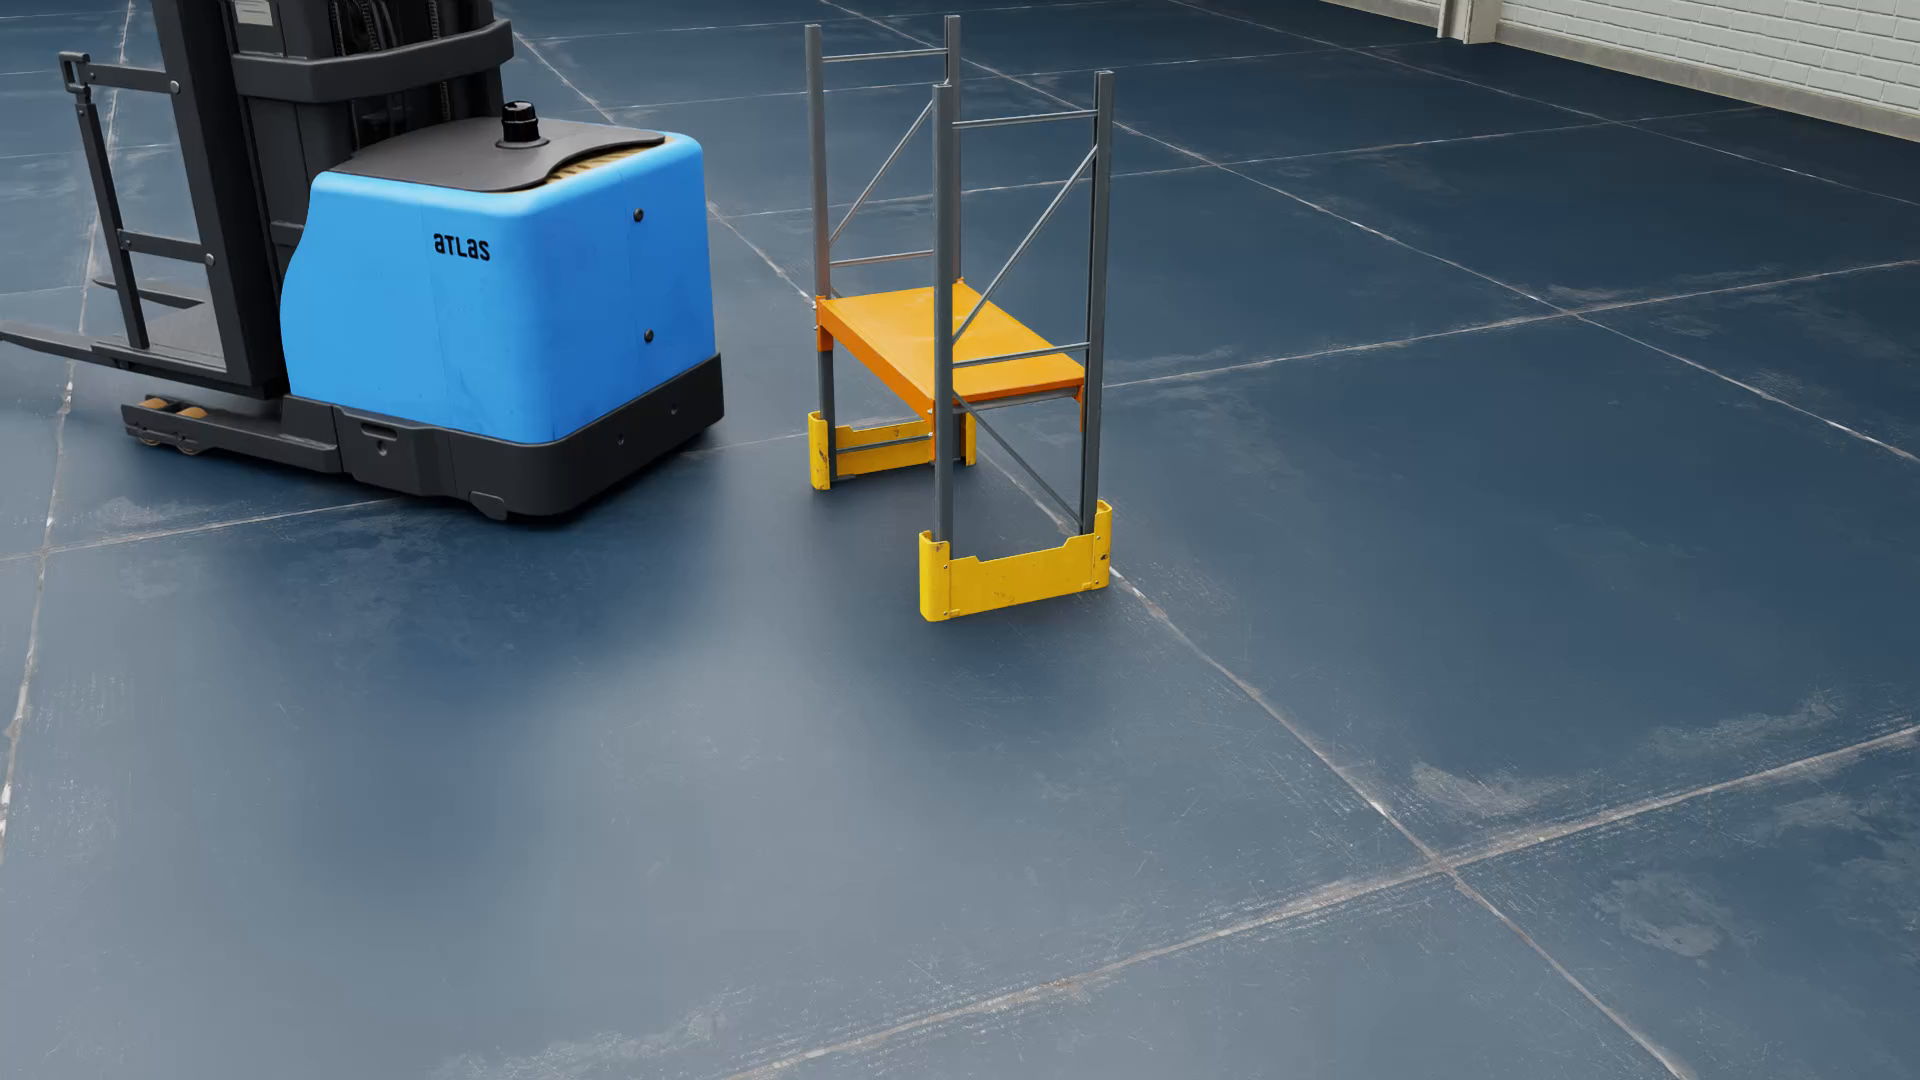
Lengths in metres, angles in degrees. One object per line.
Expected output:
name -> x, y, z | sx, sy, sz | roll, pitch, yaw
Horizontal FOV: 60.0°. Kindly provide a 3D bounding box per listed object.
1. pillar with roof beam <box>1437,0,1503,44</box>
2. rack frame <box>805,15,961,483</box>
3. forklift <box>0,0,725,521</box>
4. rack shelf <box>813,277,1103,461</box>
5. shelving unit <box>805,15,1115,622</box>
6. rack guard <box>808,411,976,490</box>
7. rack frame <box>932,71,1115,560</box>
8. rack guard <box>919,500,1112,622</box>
pillar with roof beam -> 0.217, -7.435, 10.221 | 9.100, 9.000, 0.400 | -11, 28, -21
rack frame -> -0.232, -0.914, 5.412 | 0.500, 1.500, 0.032 | -11, 28, -21
forklift -> -2.406, -1.810, 5.616 | 3.031, 2.935, 1.130 | 12, 29, 23
rack shelf -> -0.033, -0.547, 5.070 | 0.538, 0.185, 1.000 | -11, 28, -21
shelving unit -> -0.030, -0.705, 4.984 | 0.587, 1.500, 1.083 | -11, 28, -21
rack guard -> -0.225, -0.344, 5.670 | 0.587, 0.250, 0.087 | -11, 28, -21
rack frame -> 0.166, -0.503, 4.571 | 0.500, 1.500, 0.032 | -11, 28, -21
rack guard -> 0.165, 0.058, 4.846 | 0.587, 0.250, 0.087 | -11, 28, -21
